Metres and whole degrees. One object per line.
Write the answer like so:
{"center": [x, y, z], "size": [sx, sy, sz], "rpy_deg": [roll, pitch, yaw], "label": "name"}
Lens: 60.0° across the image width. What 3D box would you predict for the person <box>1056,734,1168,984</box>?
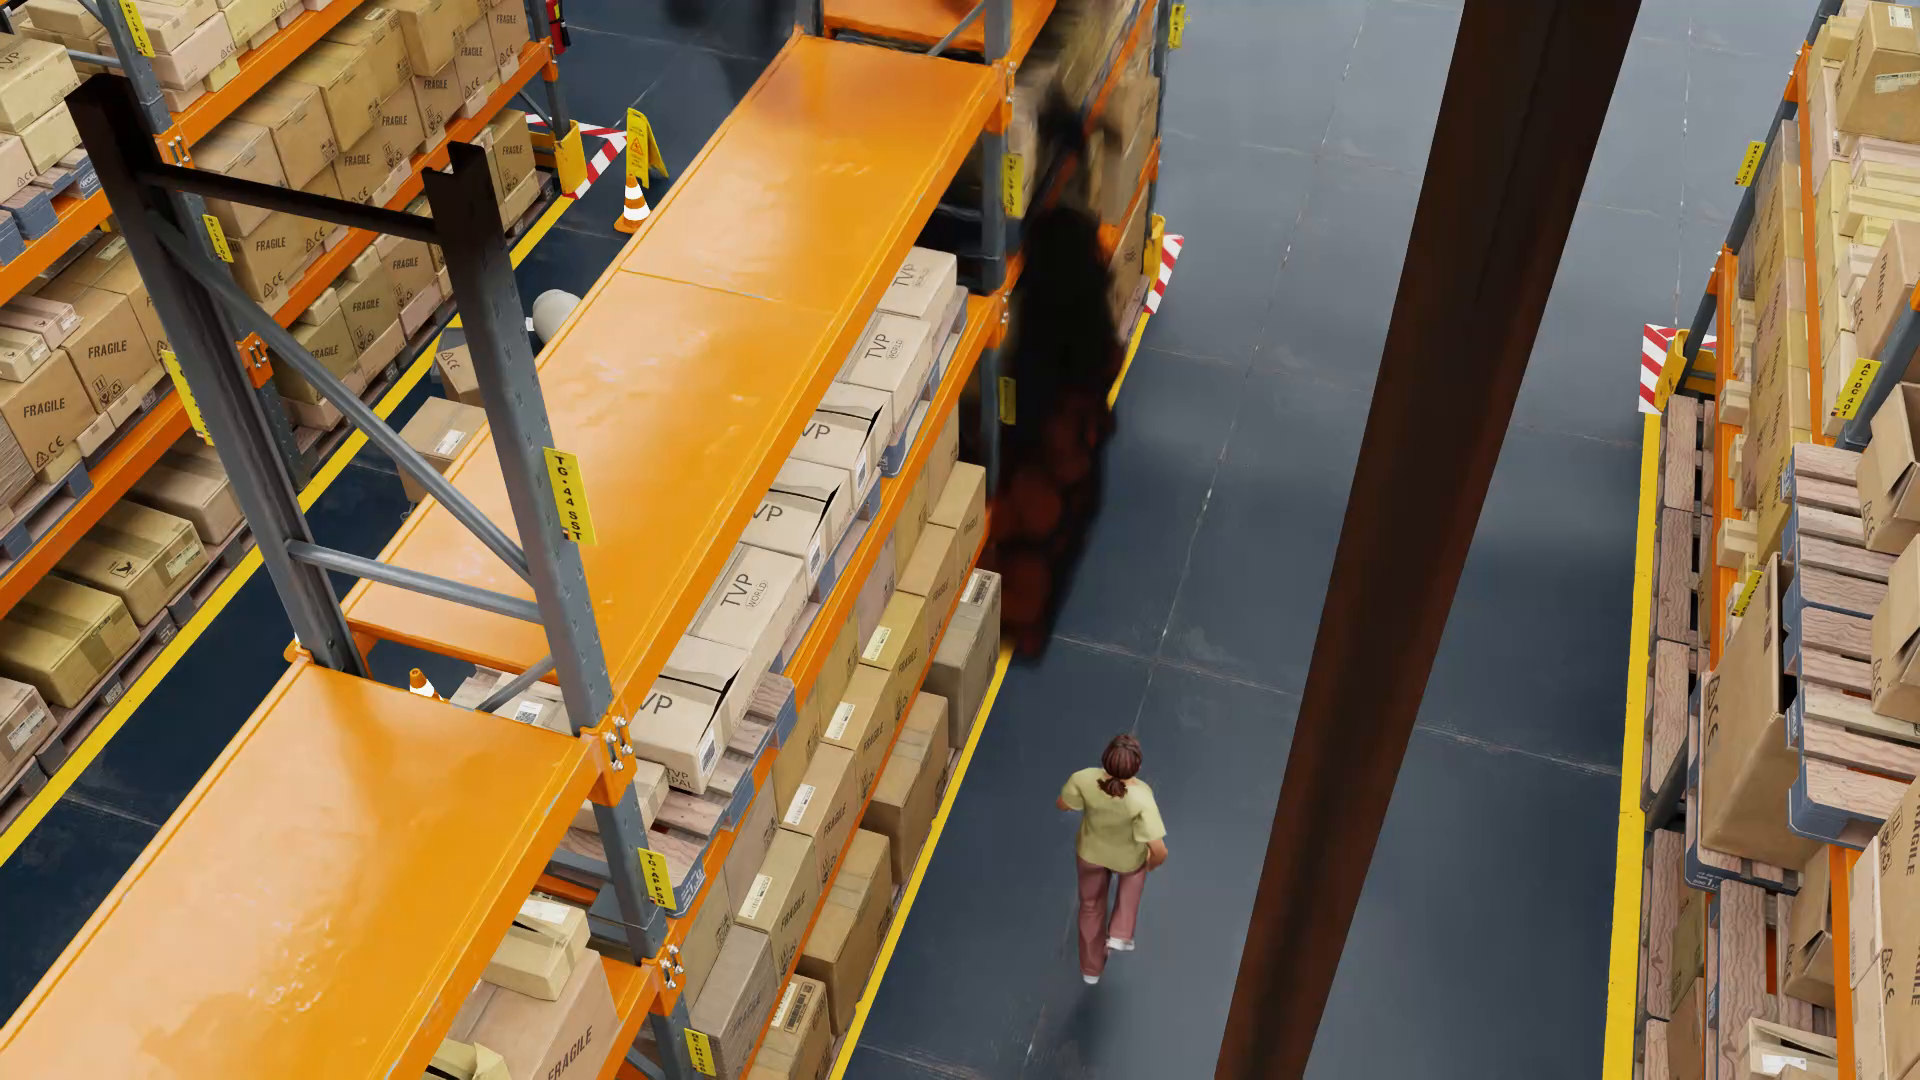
{"center": [0.743, 1.505, 8.117], "size": [0.581, 1.697, 0.618], "rpy_deg": [12, 47, 12], "label": "person"}
